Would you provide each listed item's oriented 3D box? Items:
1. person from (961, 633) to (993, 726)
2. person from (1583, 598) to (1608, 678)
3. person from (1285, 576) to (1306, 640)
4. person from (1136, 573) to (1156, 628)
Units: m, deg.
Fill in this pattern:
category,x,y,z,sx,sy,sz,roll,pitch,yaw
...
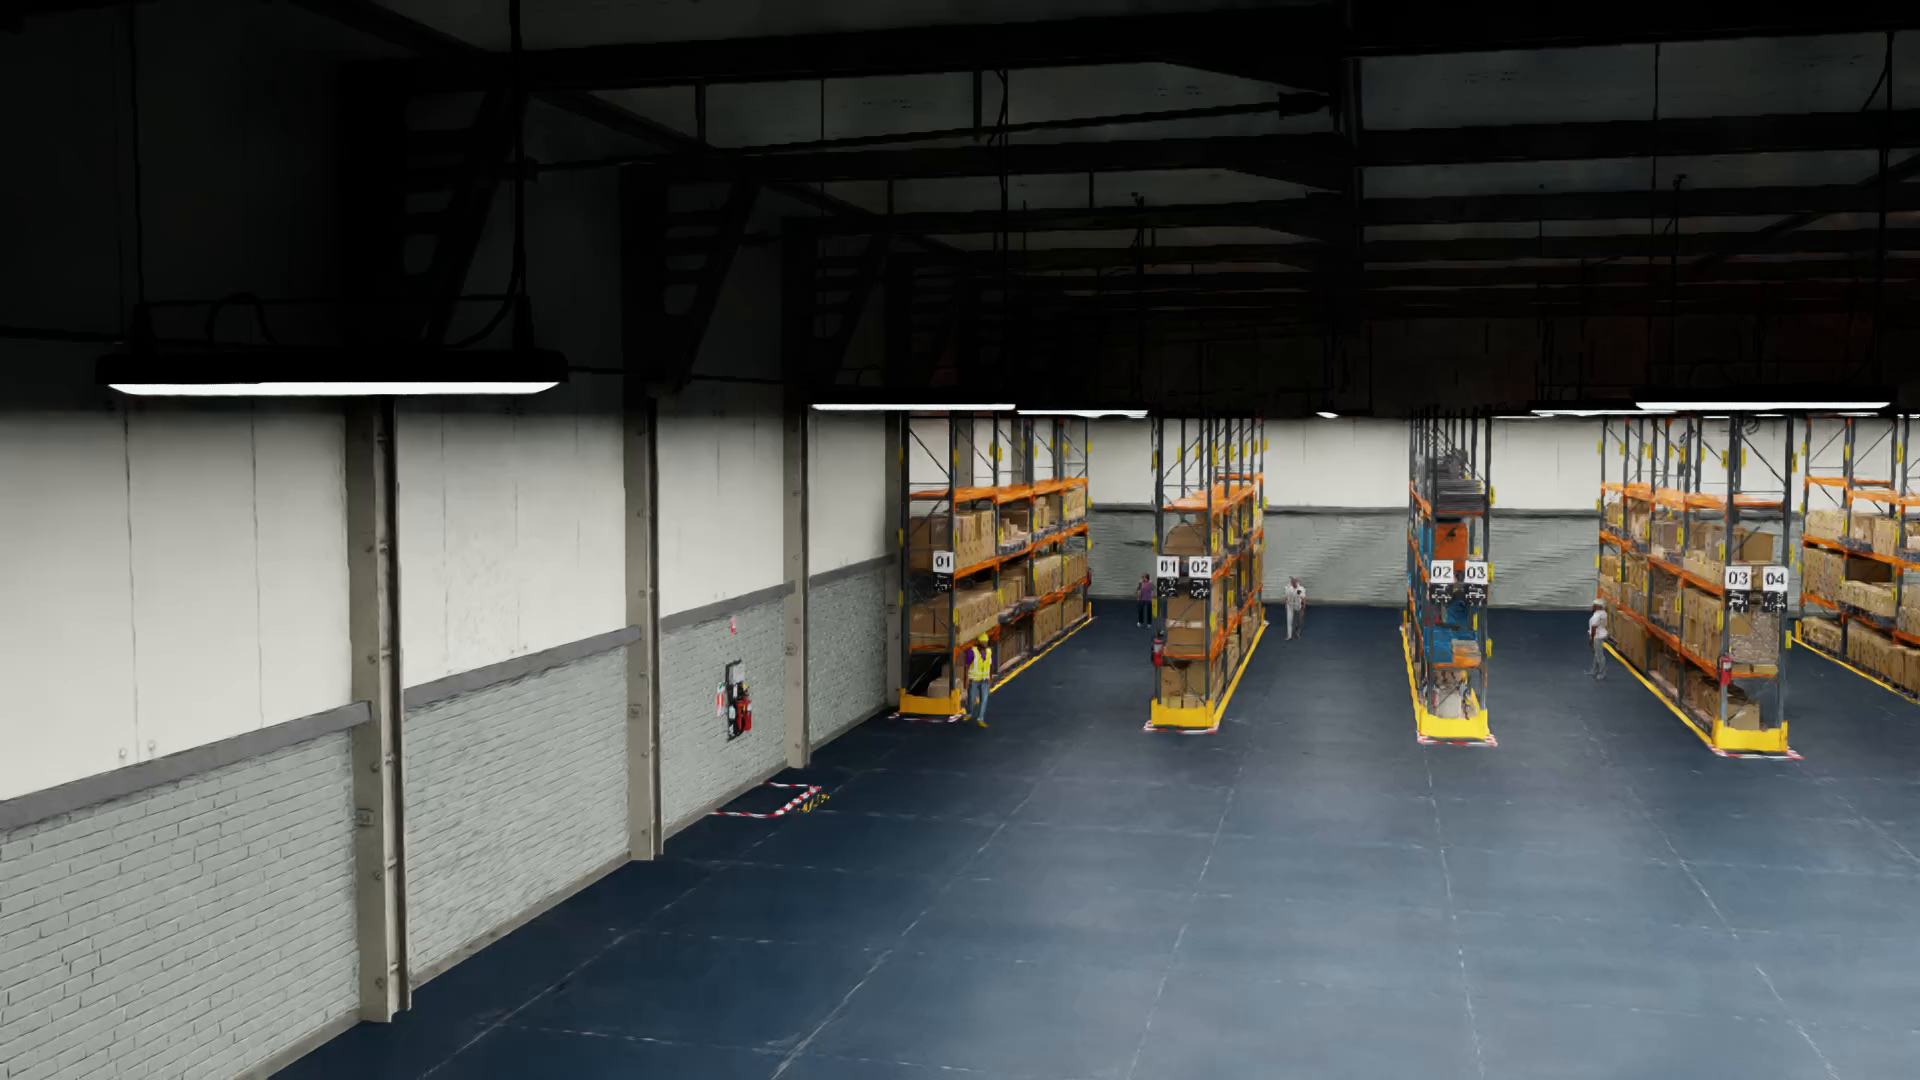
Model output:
category,x,y,z,sx,sy,sz,roll,pitch,yaw
person,0.333,2.611,31.250,0.610,1.750,0.570,-2,4,-22
person,14.185,2.170,37.070,0.585,1.763,0.682,3,5,35
person,8.750,1.757,43.427,0.540,1.670,1.130,1,4,11
person,5.135,1.661,46.011,0.566,1.541,0.519,1,4,11
